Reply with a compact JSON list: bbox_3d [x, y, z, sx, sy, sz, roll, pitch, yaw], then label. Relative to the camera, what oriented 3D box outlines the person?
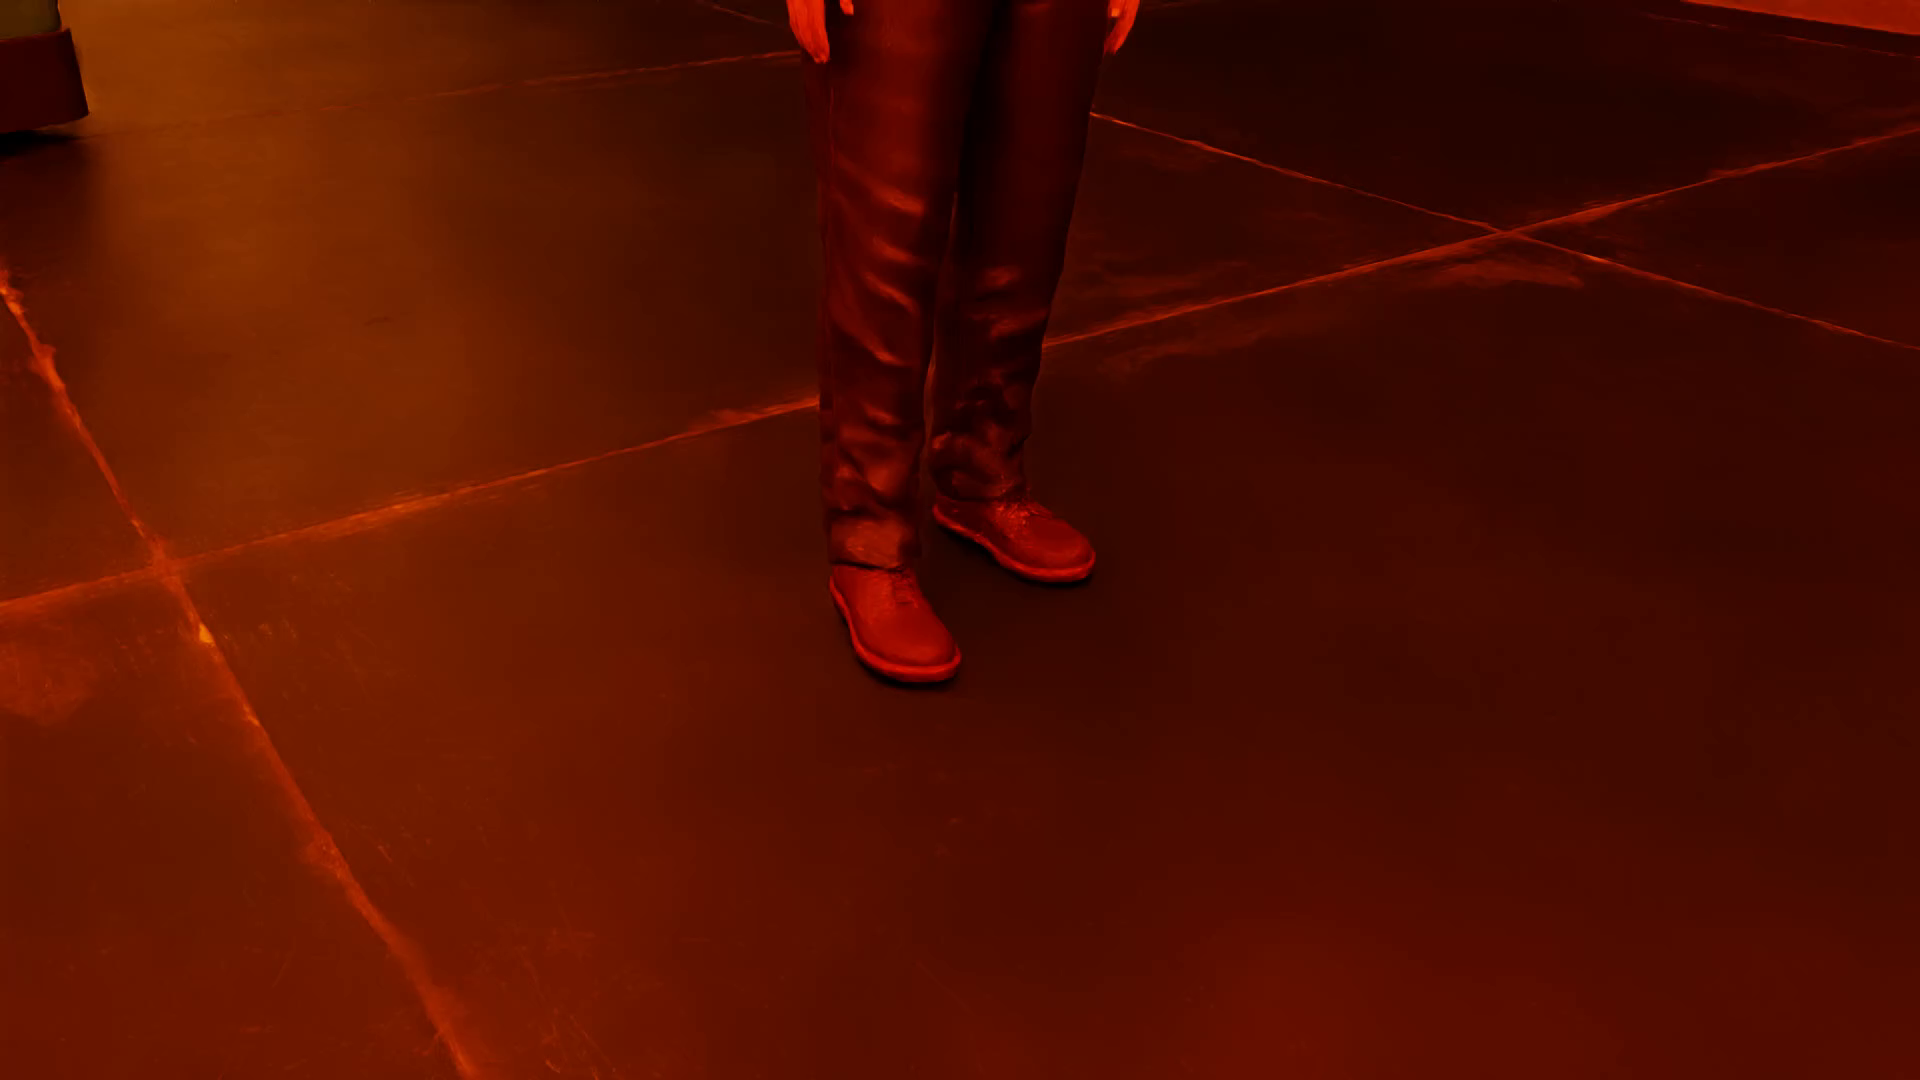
[{"bbox_3d":[0.033,-0.704,2.050,0.599,1.650,0.502,-17,31,-31],"label":"person"}]

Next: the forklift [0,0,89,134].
[{"bbox_3d":[-3.997,-2.665,4.543,3.031,2.935,1.130,17,32,31],"label":"forklift"}]
